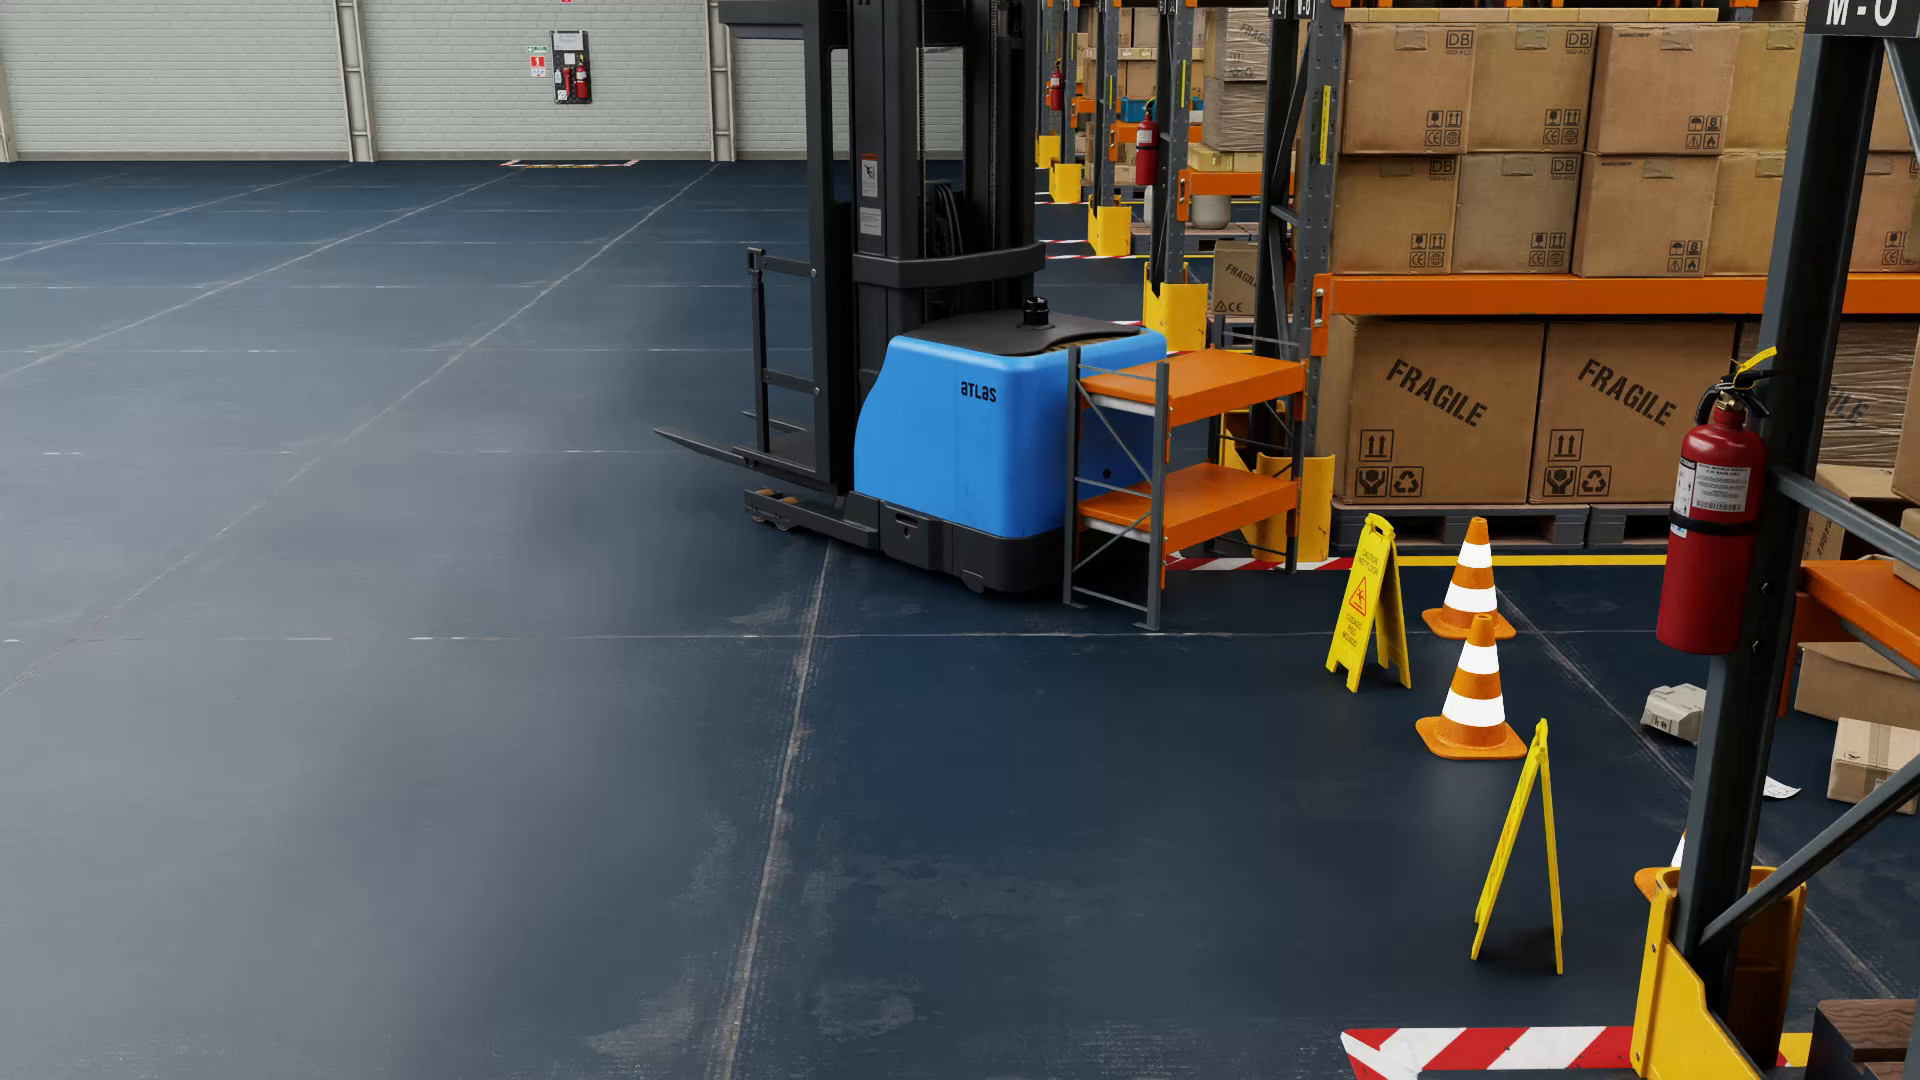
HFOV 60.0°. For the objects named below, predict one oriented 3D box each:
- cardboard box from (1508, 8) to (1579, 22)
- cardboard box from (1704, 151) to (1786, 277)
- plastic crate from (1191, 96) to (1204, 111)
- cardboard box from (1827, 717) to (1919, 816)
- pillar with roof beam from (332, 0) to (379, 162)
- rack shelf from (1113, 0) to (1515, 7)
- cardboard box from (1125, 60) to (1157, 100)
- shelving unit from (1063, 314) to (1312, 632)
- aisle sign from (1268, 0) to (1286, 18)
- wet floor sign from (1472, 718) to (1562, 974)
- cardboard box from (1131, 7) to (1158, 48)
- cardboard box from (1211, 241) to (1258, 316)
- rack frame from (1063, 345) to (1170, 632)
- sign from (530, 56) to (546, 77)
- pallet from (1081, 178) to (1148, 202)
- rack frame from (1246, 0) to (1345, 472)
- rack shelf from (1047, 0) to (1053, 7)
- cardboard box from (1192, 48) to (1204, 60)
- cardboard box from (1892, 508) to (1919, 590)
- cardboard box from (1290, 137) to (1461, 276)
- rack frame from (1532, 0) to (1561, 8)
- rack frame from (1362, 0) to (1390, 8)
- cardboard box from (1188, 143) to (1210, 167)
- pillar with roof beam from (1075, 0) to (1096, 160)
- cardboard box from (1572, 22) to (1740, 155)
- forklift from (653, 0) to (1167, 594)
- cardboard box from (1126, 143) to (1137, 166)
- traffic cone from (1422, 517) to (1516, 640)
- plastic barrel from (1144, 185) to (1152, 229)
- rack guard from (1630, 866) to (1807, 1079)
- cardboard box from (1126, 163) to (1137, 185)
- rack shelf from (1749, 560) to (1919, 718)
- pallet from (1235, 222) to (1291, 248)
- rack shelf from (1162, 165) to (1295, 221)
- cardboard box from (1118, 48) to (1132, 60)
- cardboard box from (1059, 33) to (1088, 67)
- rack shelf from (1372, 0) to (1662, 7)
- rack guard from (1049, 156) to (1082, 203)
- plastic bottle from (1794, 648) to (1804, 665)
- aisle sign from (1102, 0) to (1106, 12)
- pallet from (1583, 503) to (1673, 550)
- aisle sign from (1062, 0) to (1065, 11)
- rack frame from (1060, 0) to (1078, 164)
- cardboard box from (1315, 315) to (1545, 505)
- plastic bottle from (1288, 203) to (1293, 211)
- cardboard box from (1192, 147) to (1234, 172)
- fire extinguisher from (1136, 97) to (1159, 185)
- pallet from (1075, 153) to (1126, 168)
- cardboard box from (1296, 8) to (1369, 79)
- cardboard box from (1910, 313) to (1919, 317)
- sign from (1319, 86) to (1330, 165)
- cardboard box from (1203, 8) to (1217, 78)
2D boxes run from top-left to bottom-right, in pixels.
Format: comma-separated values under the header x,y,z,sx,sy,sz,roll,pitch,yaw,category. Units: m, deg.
x,y,z,sx,sy,sz,roll,pitch,yaw,category
4.143,-3.612,12.110,0.500,0.500,0.500,0,18,-1,cardboard box
3.577,-1.579,7.814,0.500,0.550,0.875,0,18,-1,cardboard box
2.656,-4.556,17.582,0.408,0.251,0.499,0,18,-1,plastic crate
3.023,0.742,5.490,0.250,0.149,0.380,10,20,28,cardboard box
-9.890,-9.309,22.334,0.400,9.000,9.100,0,18,-1,pillar with roof beam
3.510,-5.627,16.945,4.000,0.370,1.077,0,18,-1,rack shelf
2.428,-6.094,21.971,0.500,0.500,0.700,0,18,1,cardboard box
0.990,-0.325,7.218,0.538,1.125,1.048,17,24,42,shelving unit
1.490,-2.832,7.711,0.004,0.787,0.394,0,18,-1,aisle sign
1.538,0.803,4.487,0.232,0.644,0.267,6,19,18,wet floor sign
2.482,-6.712,21.774,0.500,0.500,0.700,-1,18,-2,cardboard box
2.213,-2.026,12.858,0.500,0.500,0.500,3,18,9,cardboard box
0.636,-0.213,6.871,0.500,1.125,0.032,17,24,42,rack frame
-6.985,-7.841,27.523,0.234,0.329,0.001,0,18,-1,sign
2.200,-4.733,22.456,1.213,0.211,1.003,0,18,-1,pallet
1.566,-1.503,7.823,0.127,3.000,1.000,0,18,-1,rack frame
3.354,-8.653,26.377,4.000,0.370,1.077,0,18,-1,rack shelf
3.119,-6.344,21.687,0.250,0.149,0.380,-1,18,-2,cardboard box
2.116,0.060,3.360,0.250,0.149,0.380,0,18,1,cardboard box
1.936,-1.590,7.849,0.550,0.550,0.875,0,18,-1,cardboard box
9.353,-7.596,26.815,0.127,3.000,1.000,0,18,-1,rack frame
5.435,-6.064,22.039,0.127,3.000,1.000,0,18,-1,rack frame
1.870,-2.964,12.786,0.250,0.149,0.380,0,18,-1,cardboard box
2.108,-9.367,22.514,0.400,9.000,9.100,0,18,-1,pillar with roof beam
3.048,-2.071,7.579,0.550,0.550,0.875,0,18,-1,cardboard box
-0.430,-1.535,8.034,1.130,2.935,3.031,-16,24,-41,forklift
2.476,-5.230,22.026,0.500,0.500,0.500,0,18,-1,cardboard box
2.119,0.136,6.867,0.334,0.463,0.336,0,18,-1,traffic cone
2.167,-3.573,17.661,0.421,0.512,0.421,0,18,0,plastic barrel
1.821,1.198,3.495,0.348,0.500,1.175,0,18,-1,rack guard
2.476,-4.873,22.142,0.500,0.250,0.500,0,18,-1,cardboard box
3.745,0.341,3.252,4.000,0.370,1.077,0,18,-1,rack shelf
3.615,-3.226,17.757,1.213,0.211,1.003,0,18,-1,pallet
3.588,-2.686,12.687,4.000,0.370,1.077,0,18,-1,rack shelf
2.096,-6.339,21.672,0.250,0.149,0.380,-1,18,-2,cardboard box
1.836,-7.763,26.322,0.500,0.500,0.500,0,18,-1,cardboard box
7.435,-7.159,21.721,4.000,0.370,1.077,0,18,-1,rack shelf
1.412,-4.854,22.360,0.348,0.500,1.175,0,18,-1,rack guard
3.429,0.456,6.527,0.283,0.061,0.133,-7,19,-20,plastic bottle
1.443,-5.679,16.586,0.004,0.787,0.394,0,18,-1,aisle sign
3.581,-0.208,8.351,1.213,0.211,1.003,0,18,-1,pallet
1.366,-7.372,21.860,0.004,0.787,0.394,0,18,-1,aisle sign
1.436,-6.044,21.979,0.127,3.000,1.000,0,18,-1,rack frame
2.243,-0.715,8.157,0.875,0.875,0.875,0,18,-1,cardboard box
3.594,-3.551,17.932,0.133,0.283,0.061,0,18,-1,plastic bottle
1.877,-2.828,12.363,0.250,0.149,0.380,0,18,-1,cardboard box
1.467,-3.122,12.996,0.183,0.674,0.296,0,18,-1,fire extinguisher
2.243,-6.223,27.101,1.213,0.211,1.003,0,18,-1,pallet
2.643,-3.604,12.083,0.500,0.500,0.500,0,18,-1,cardboard box
4.935,-0.729,8.201,0.875,0.875,0.875,0,18,0,cardboard box
1.569,-1.784,7.150,0.005,0.325,0.100,0,18,-1,sign
2.135,-3.762,12.577,0.500,0.500,0.500,0,18,-1,cardboard box
